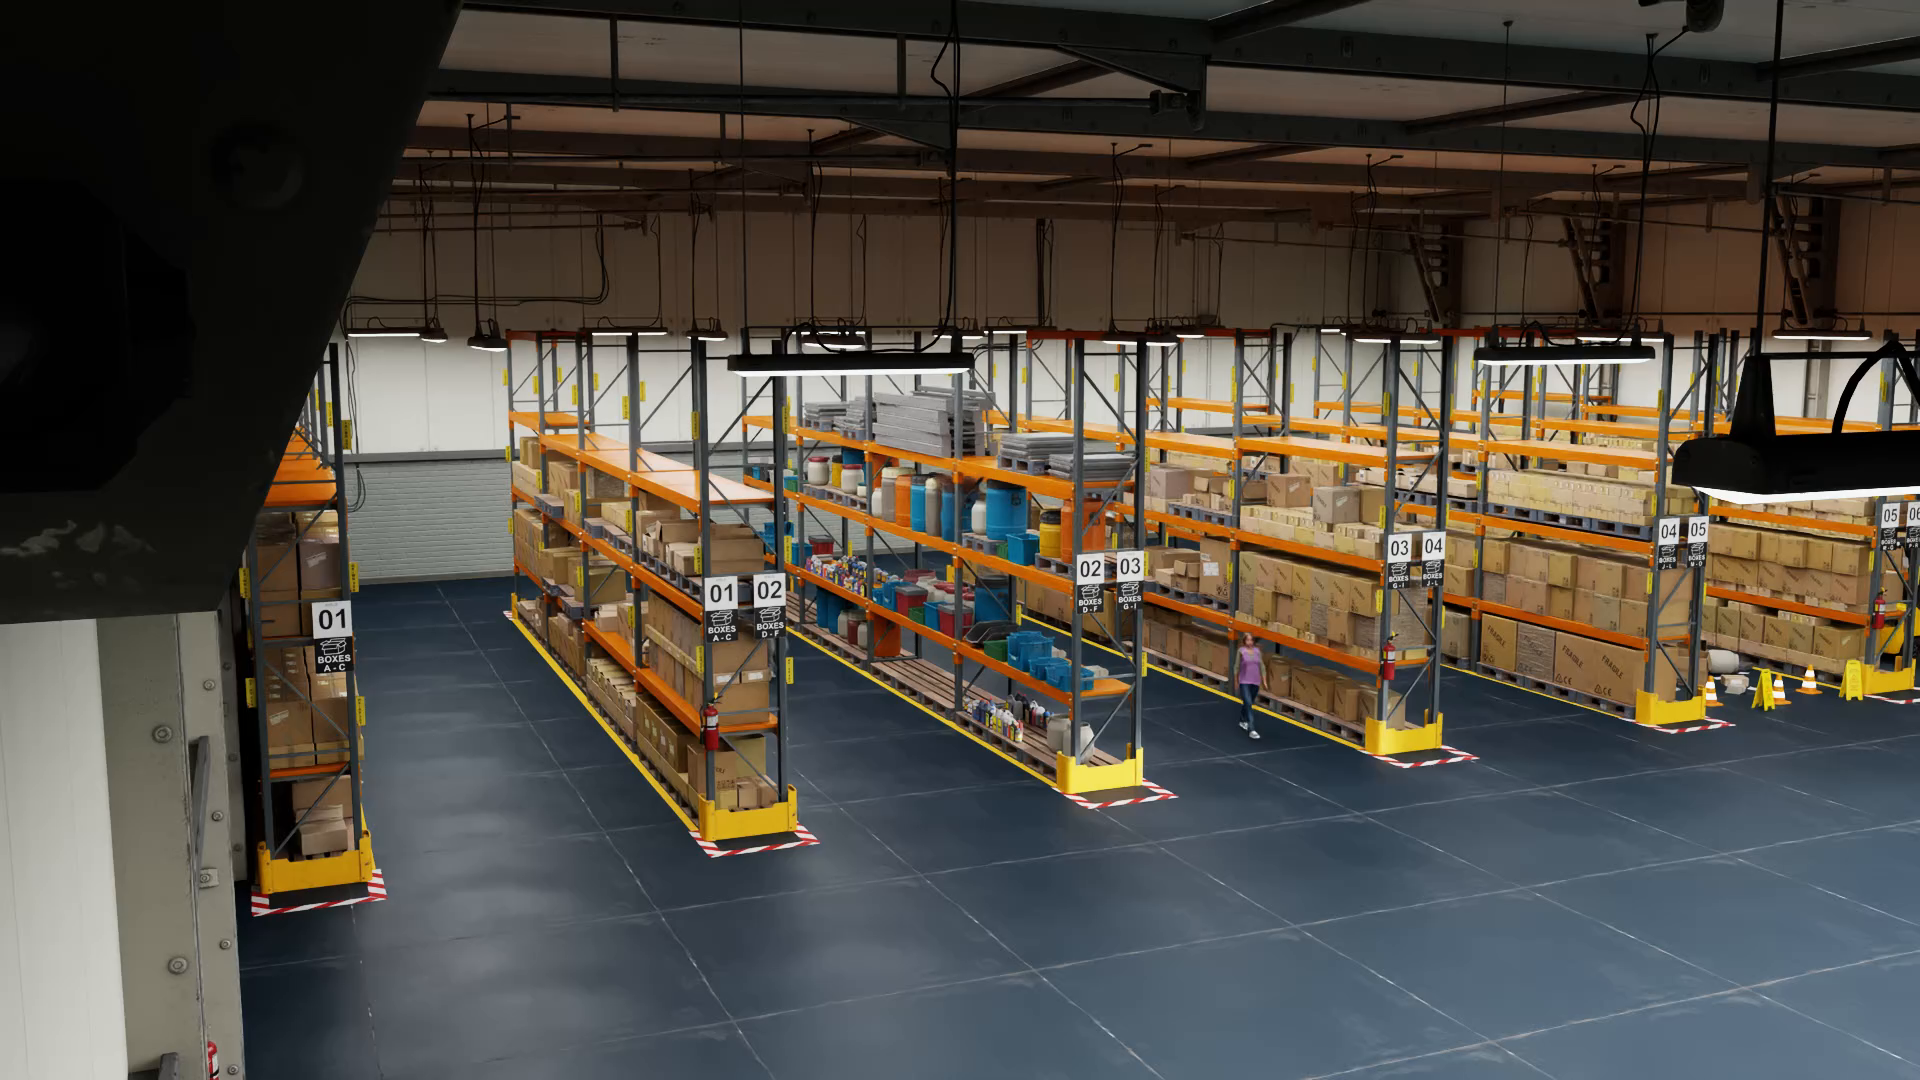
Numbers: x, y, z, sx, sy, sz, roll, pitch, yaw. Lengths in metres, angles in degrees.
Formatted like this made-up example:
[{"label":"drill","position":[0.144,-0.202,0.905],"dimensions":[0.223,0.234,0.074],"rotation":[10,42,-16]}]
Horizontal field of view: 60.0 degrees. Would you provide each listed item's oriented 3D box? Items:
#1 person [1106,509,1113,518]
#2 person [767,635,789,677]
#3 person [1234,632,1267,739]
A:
[{"label":"person","position":[3.602,-0.136,41.582],"dimensions":[0.469,1.581,1.098],"rotation":[2,8,12]},{"label":"person","position":[-3.215,1.610,28.910],"dimensions":[0.452,1.614,0.460],"rotation":[-4,9,-26]},{"label":"person","position":[4.380,2.155,24.966],"dimensions":[0.432,1.552,0.903],"rotation":[-2,8,-13]}]
